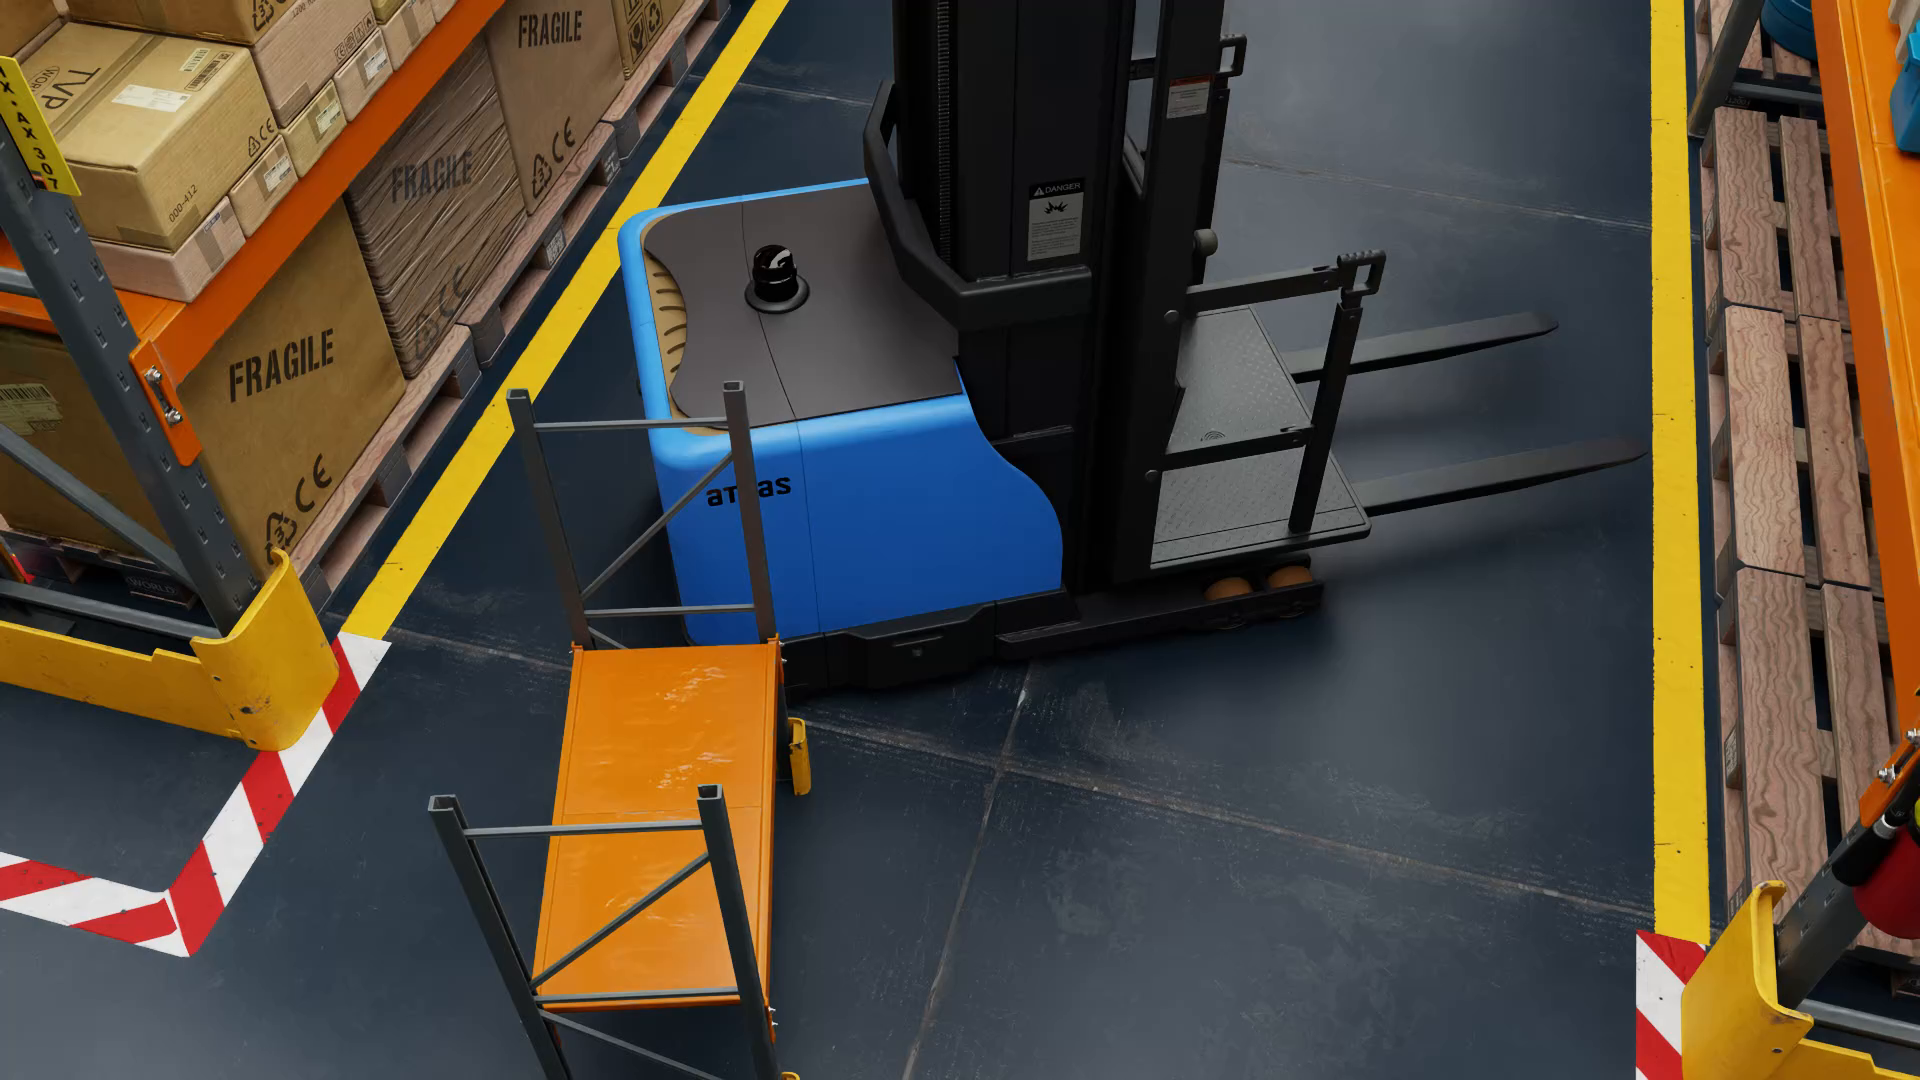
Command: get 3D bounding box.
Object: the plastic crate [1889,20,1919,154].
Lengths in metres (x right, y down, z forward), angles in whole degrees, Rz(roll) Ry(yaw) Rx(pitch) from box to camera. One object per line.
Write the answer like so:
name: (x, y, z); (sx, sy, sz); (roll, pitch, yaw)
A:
plastic crate: (2.656, -1.159, 4.344); (0.416, 0.233, 0.300); (12, 50, 10)

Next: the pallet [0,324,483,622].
pallet: (-2.280, -0.307, 5.380); (1.003, 0.211, 1.213); (12, 50, 10)

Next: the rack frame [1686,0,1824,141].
rack frame: (3.416, -2.552, 5.502); (1.000, 3.000, 0.127); (12, 50, 10)

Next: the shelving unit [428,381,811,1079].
shelving unit: (-0.685, 0.565, 3.751); (0.587, 1.500, 1.083); (-2, 49, -2)

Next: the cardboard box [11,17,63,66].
cardboard box: (-2.544, -1.088, 4.111); (0.500, 0.250, 0.500); (11, 49, 9)

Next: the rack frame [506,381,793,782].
rack frame: (-0.711, 0.177, 4.093); (0.500, 1.500, 0.032); (-2, 49, -2)

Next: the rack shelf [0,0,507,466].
rack shelf: (-1.889, -1.845, 5.357); (1.077, 0.370, 4.000); (12, 50, 10)

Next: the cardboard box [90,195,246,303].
cardboard box: (-2.003, -0.745, 4.074); (0.380, 0.149, 0.250); (12, 50, 10)

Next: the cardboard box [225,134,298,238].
cardboard box: (-1.937, -0.930, 4.238); (0.380, 0.149, 0.250); (11, 49, 9)

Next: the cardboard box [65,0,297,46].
cardboard box: (-1.897, -1.588, 4.053); (0.500, 0.500, 0.500); (10, 49, 9)

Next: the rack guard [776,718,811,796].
rack guard: (-0.710, 0.605, 4.549); (0.587, 0.250, 0.087); (-2, 49, -2)

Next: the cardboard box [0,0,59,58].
cardboard box: (-2.540, -1.337, 3.831); (0.500, 0.500, 0.500); (12, 50, 10)

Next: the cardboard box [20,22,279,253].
cardboard box: (-2.028, -0.979, 4.015); (0.500, 0.250, 0.500); (10, 49, 9)

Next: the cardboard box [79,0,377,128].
cardboard box: (-1.898, -1.356, 4.348); (0.500, 0.250, 0.500); (11, 49, 10)

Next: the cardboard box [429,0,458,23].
cardboard box: (-1.667, -1.675, 4.895); (0.380, 0.149, 0.250); (11, 50, 10)

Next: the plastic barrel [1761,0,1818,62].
plastic barrel: (3.576, -2.387, 6.475); (0.600, 0.901, 0.708); (12, 50, 10)

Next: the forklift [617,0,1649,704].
forklift: (0.607, -1.079, 4.247); (3.031, 2.935, 1.130); (-10, 49, -9)

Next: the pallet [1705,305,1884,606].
pallet: (2.941, -0.204, 5.290); (1.003, 0.211, 1.213); (12, 50, 10)

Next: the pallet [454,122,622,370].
pallet: (-1.957, -1.187, 6.157); (1.003, 0.211, 1.213); (12, 50, 10)

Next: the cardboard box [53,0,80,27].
cardboard box: (-2.409, -1.454, 4.435); (0.500, 0.250, 0.500); (11, 49, 9)

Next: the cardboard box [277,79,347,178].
cardboard box: (-1.870, -1.116, 4.402); (0.380, 0.149, 0.250); (11, 49, 9)

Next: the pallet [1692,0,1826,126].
pallet: (3.659, -2.179, 7.032); (1.003, 0.211, 1.213); (12, 50, 10)

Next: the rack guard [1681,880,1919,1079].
rack guard: (2.369, 1.188, 3.868); (1.175, 0.500, 0.348); (12, 50, 10)

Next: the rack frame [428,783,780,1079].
rack frame: (-0.661, 0.938, 3.421); (0.500, 1.500, 0.032); (-2, 49, -2)

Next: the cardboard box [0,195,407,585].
cardboard box: (-2.324, -0.551, 4.872); (0.875, 0.875, 0.875); (12, 50, 10)

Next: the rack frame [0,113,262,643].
rack frame: (-2.415, -0.636, 3.811); (1.000, 3.000, 0.127); (12, 50, 10)

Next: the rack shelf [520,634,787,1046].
rack shelf: (-0.686, 0.677, 3.892); (0.538, 0.185, 1.000); (-2, 49, -2)

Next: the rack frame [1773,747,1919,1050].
rack frame: (2.363, 0.341, 2.948); (1.000, 3.000, 0.127); (12, 50, 10)

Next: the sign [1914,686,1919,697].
sign: (1.828, 0.191, 2.972); (0.100, 0.325, 0.005); (12, 50, 10)

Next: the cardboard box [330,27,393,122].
cardboard box: (-1.803, -1.304, 4.568); (0.380, 0.149, 0.250); (11, 49, 9)

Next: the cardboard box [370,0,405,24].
cardboard box: (-1.762, -1.719, 4.668); (0.500, 0.250, 0.500); (10, 49, 9)

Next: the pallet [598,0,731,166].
pallet: (-1.638, -2.072, 6.938); (1.003, 0.211, 1.213); (12, 50, 10)

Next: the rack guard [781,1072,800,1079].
rack guard: (-0.661, 1.351, 3.891); (0.587, 0.250, 0.087); (-2, 49, -2)

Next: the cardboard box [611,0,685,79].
cardboard box: (-1.613, -2.504, 6.596); (0.875, 0.875, 0.875); (12, 50, 10)

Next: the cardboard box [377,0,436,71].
cardboard box: (-1.735, -1.488, 4.730); (0.380, 0.149, 0.250); (11, 49, 9)

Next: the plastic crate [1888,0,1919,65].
plastic crate: (2.836, -1.464, 4.581); (0.437, 0.282, 0.530); (12, 50, 10)

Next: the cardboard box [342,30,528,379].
cardboard box: (-2.084, -1.209, 5.453); (0.875, 0.875, 0.875); (12, 50, 10)

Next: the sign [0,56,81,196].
sign: (-1.881, -0.835, 3.356); (0.100, 0.325, 0.005); (12, 50, 10)

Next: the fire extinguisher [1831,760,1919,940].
fire extinguisher: (1.885, 0.510, 3.100); (0.296, 0.674, 0.183); (12, 50, 10)

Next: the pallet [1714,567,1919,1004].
pallet: (2.618, 0.675, 4.513); (1.003, 0.211, 1.213); (12, 50, 10)

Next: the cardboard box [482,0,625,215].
cardboard box: (-1.850, -1.853, 6.021); (0.875, 0.875, 0.875); (12, 50, 10)

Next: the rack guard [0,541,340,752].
rack guard: (-2.421, 0.209, 4.733); (1.175, 0.500, 0.348); (12, 50, 10)

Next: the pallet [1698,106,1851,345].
pallet: (3.260, -1.090, 6.071); (1.003, 0.211, 1.213); (12, 50, 10)

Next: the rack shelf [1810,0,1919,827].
rack shelf: (2.890, -0.867, 4.495); (1.077, 0.370, 4.000); (12, 50, 10)
